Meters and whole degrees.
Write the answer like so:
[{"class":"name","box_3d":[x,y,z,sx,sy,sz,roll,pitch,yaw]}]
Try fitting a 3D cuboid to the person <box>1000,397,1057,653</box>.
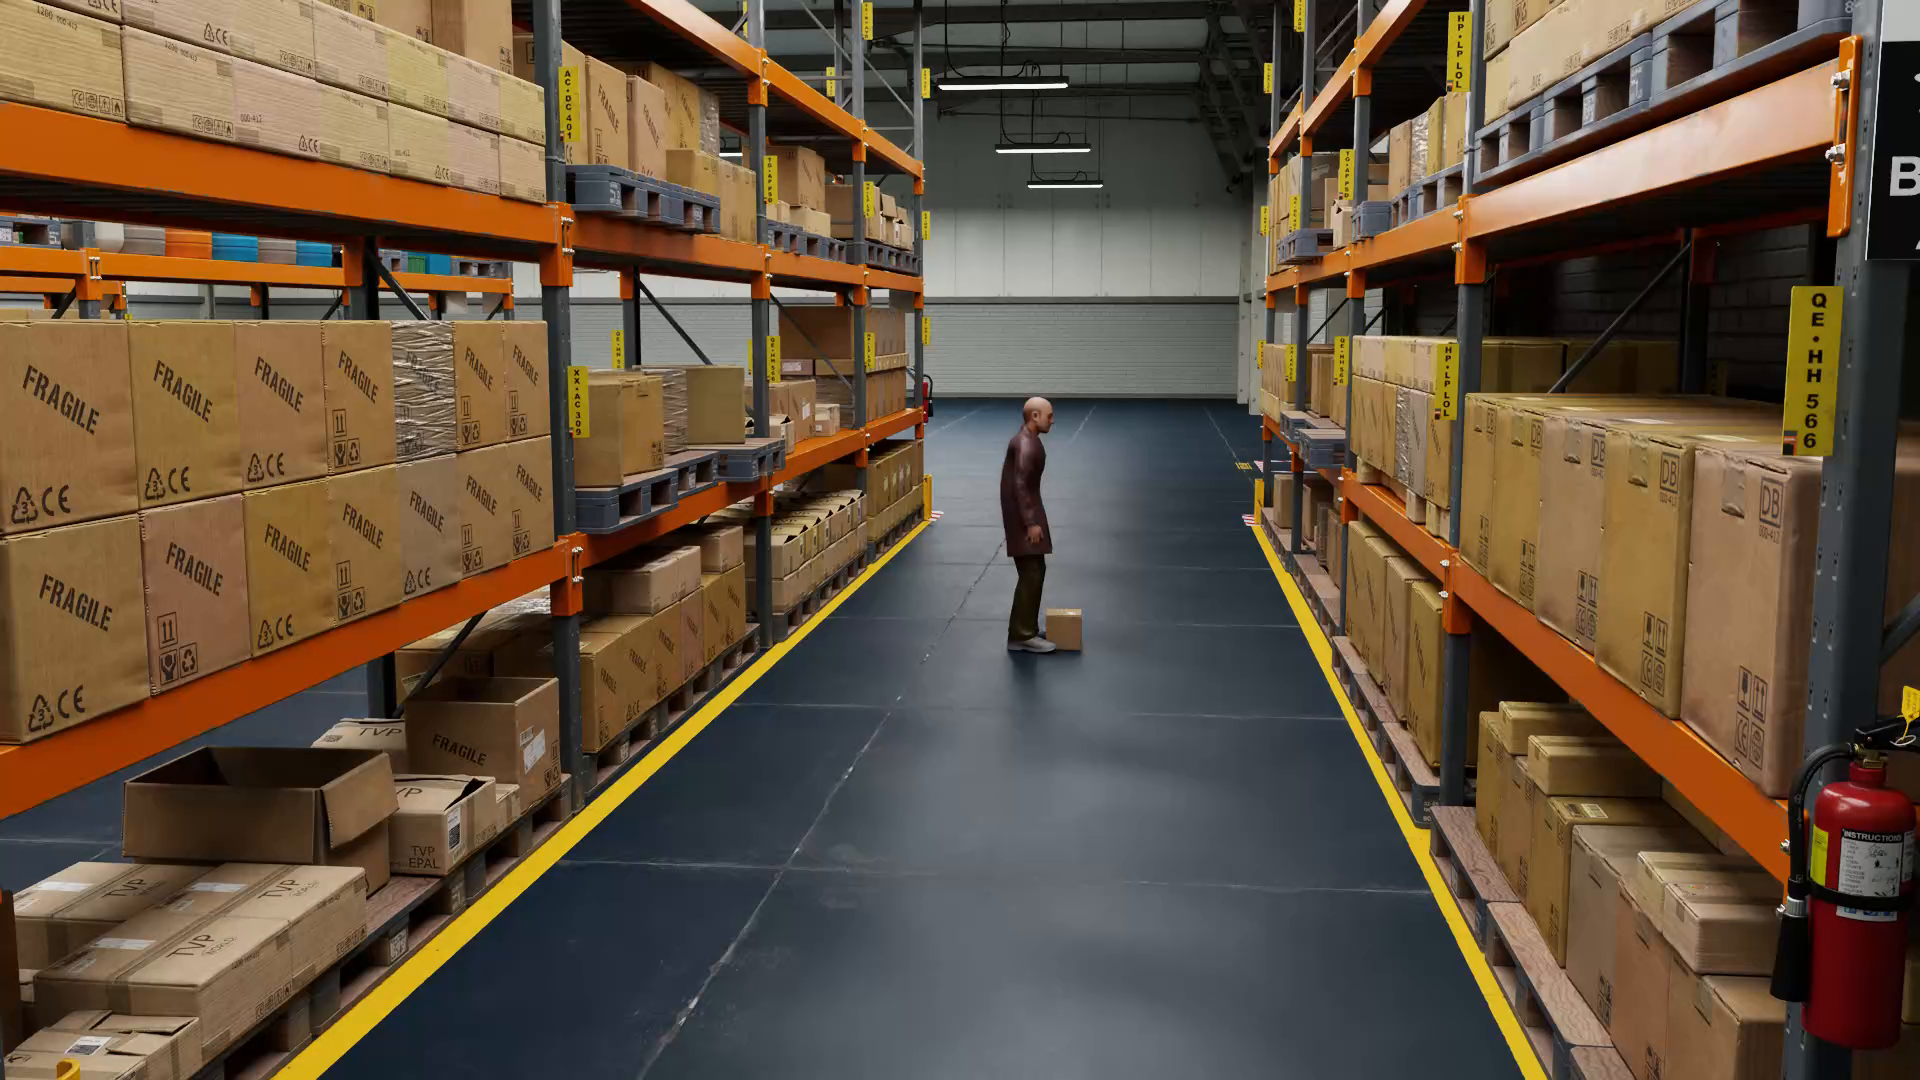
[{"class":"person","box_3d":[0.497,-0.063,11.783,0.424,1.656,0.643,1,7,7]}]
